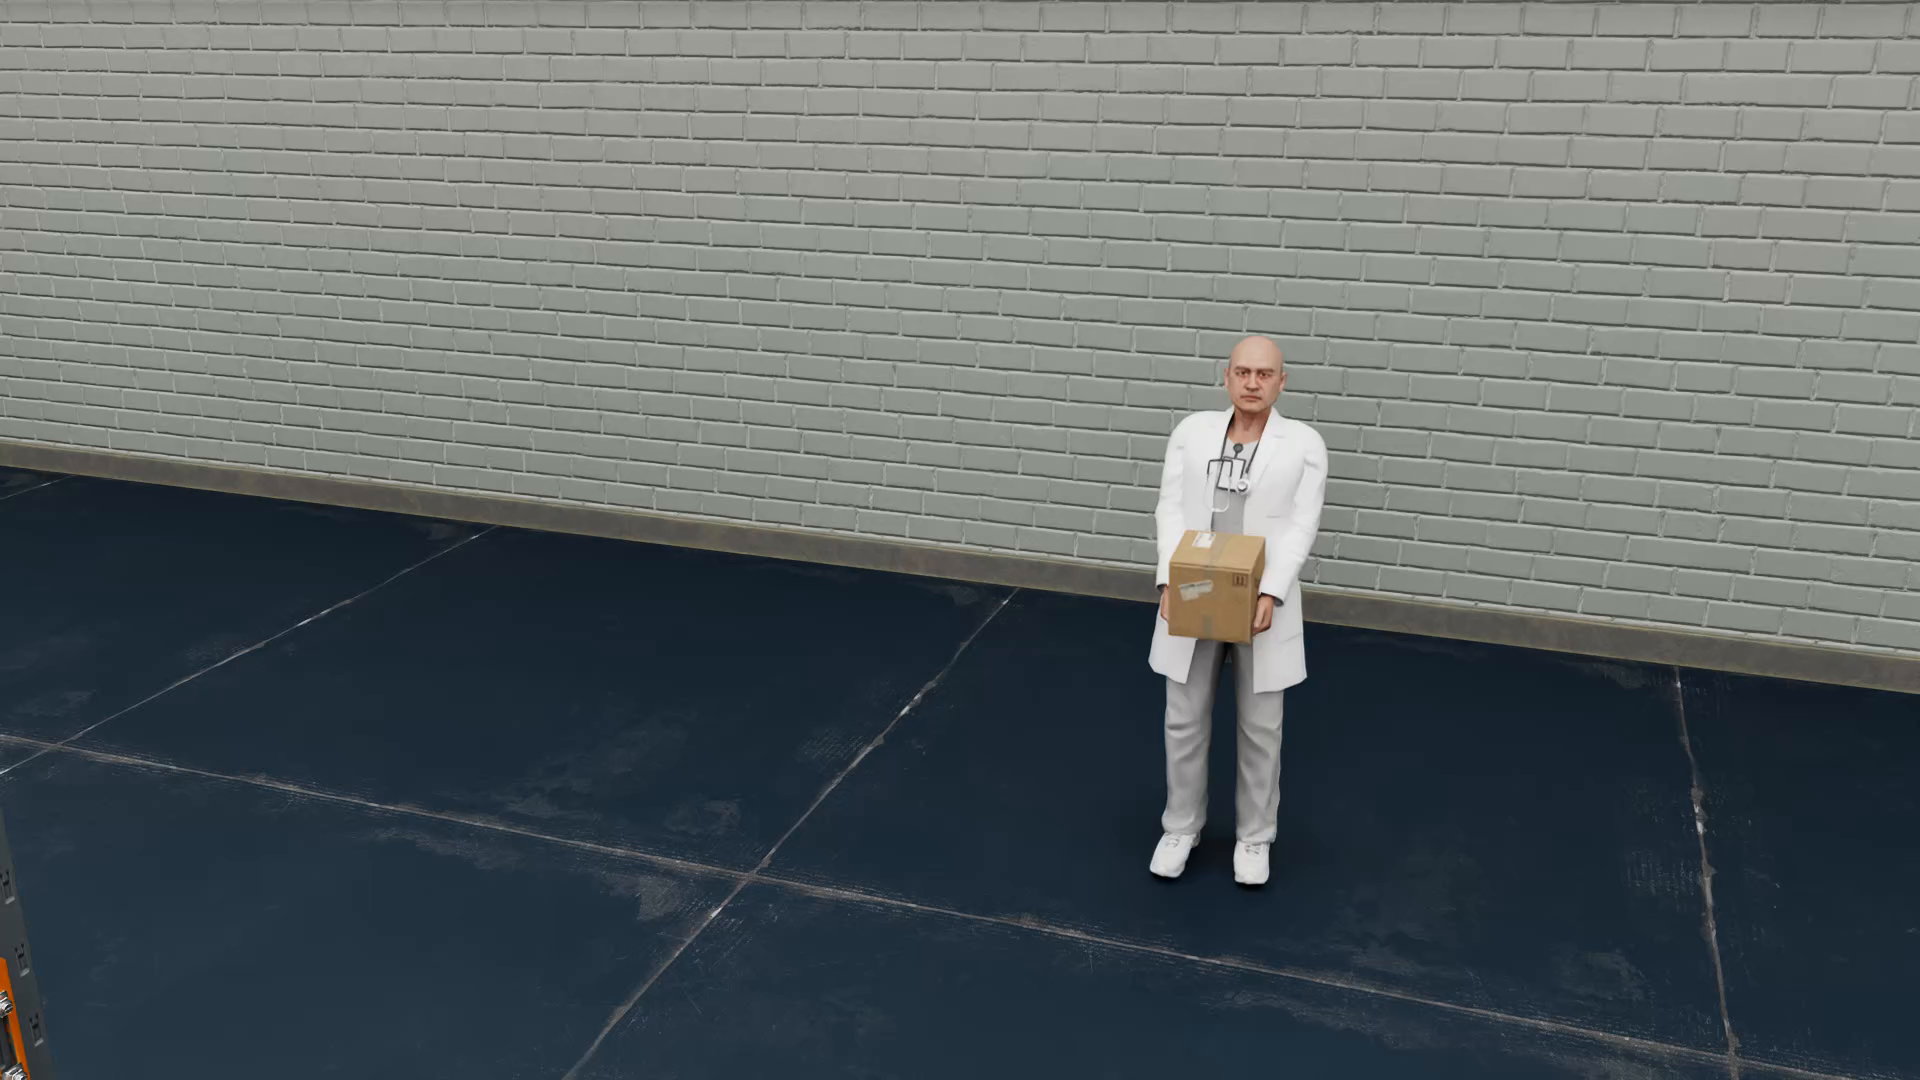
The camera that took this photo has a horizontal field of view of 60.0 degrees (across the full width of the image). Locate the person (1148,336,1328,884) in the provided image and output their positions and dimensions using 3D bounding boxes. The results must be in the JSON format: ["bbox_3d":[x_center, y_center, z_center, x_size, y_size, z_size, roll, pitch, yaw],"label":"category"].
[{"bbox_3d":[0.858,0.255,5.316,0.528,1.773,0.554,6,19,18],"label":"person"}]
